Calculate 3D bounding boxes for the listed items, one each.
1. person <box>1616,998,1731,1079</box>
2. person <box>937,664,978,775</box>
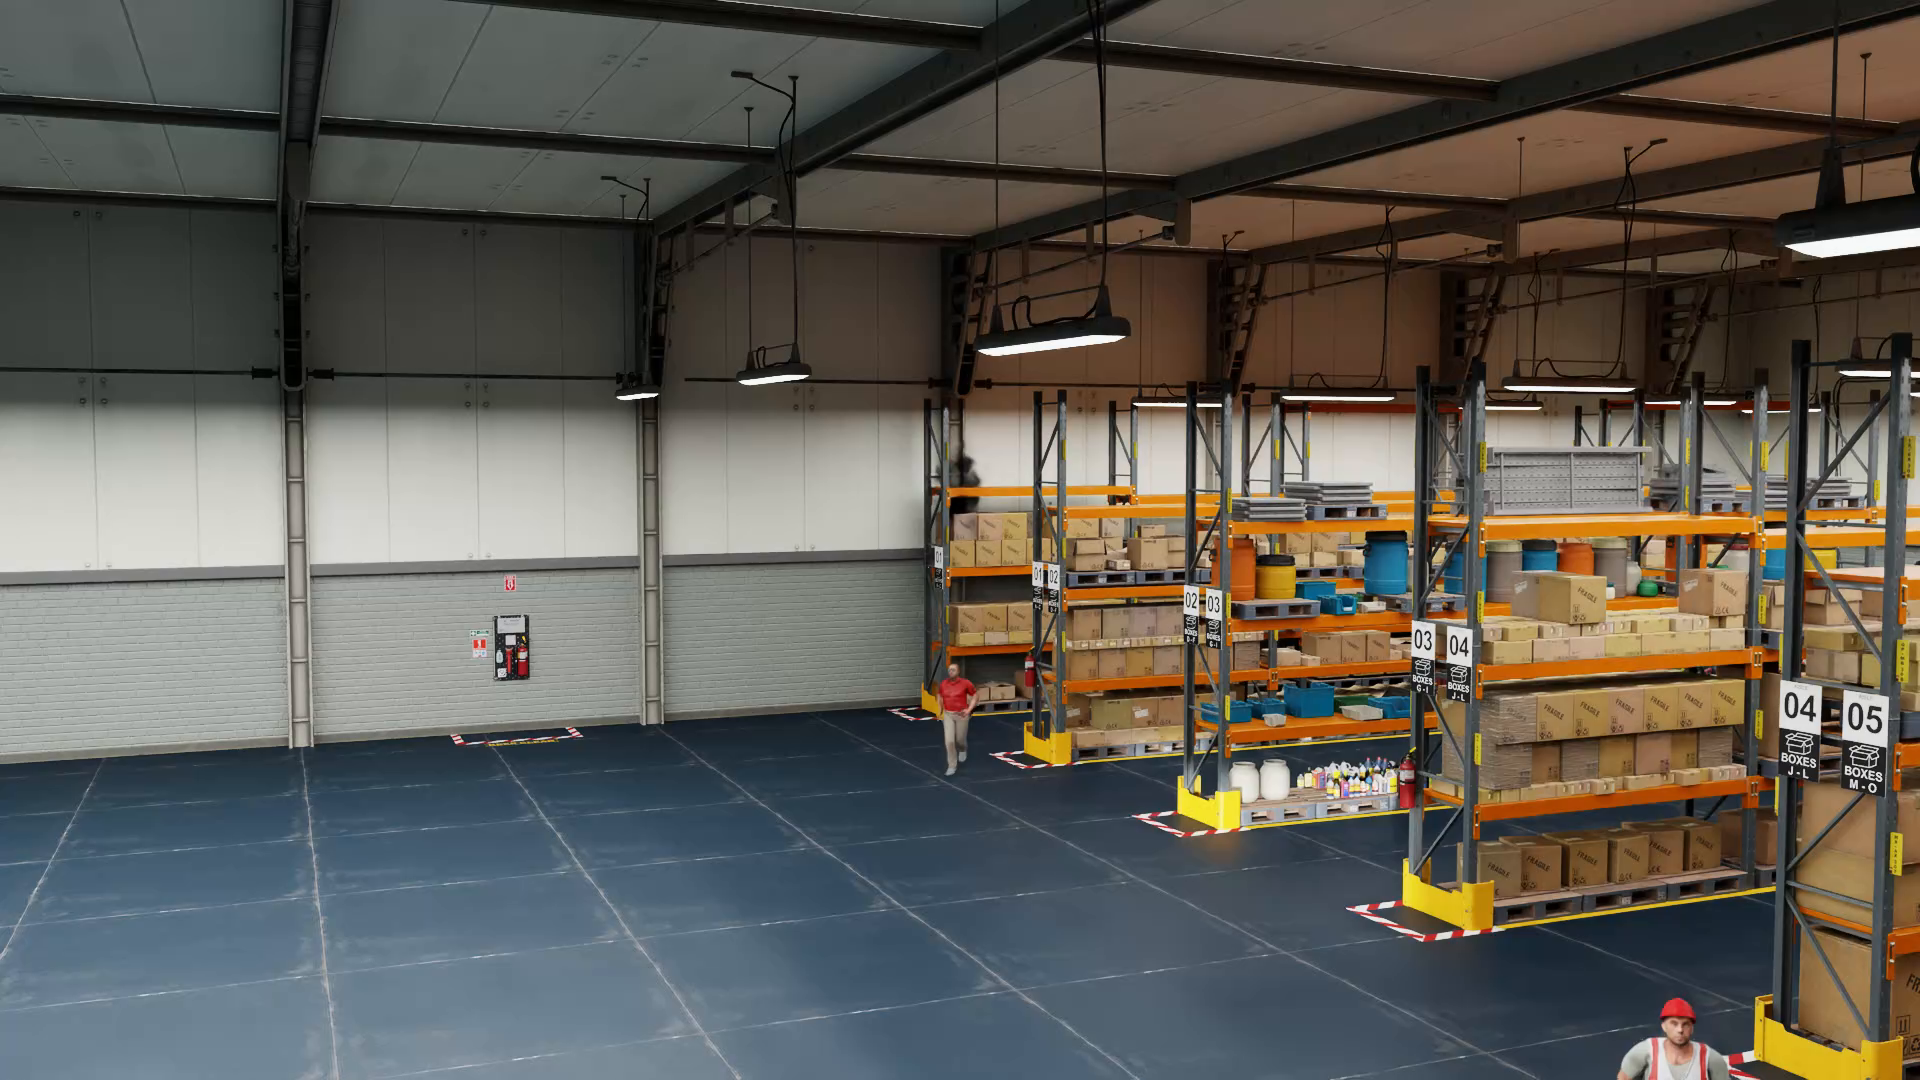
[{"bbox_3d":[4.410,3.682,10.290,0.666,1.750,0.596,1,4,21],"label":"person"},{"bbox_3d":[-0.033,2.791,26.100,0.672,1.738,0.729,1,3,16],"label":"person"}]
